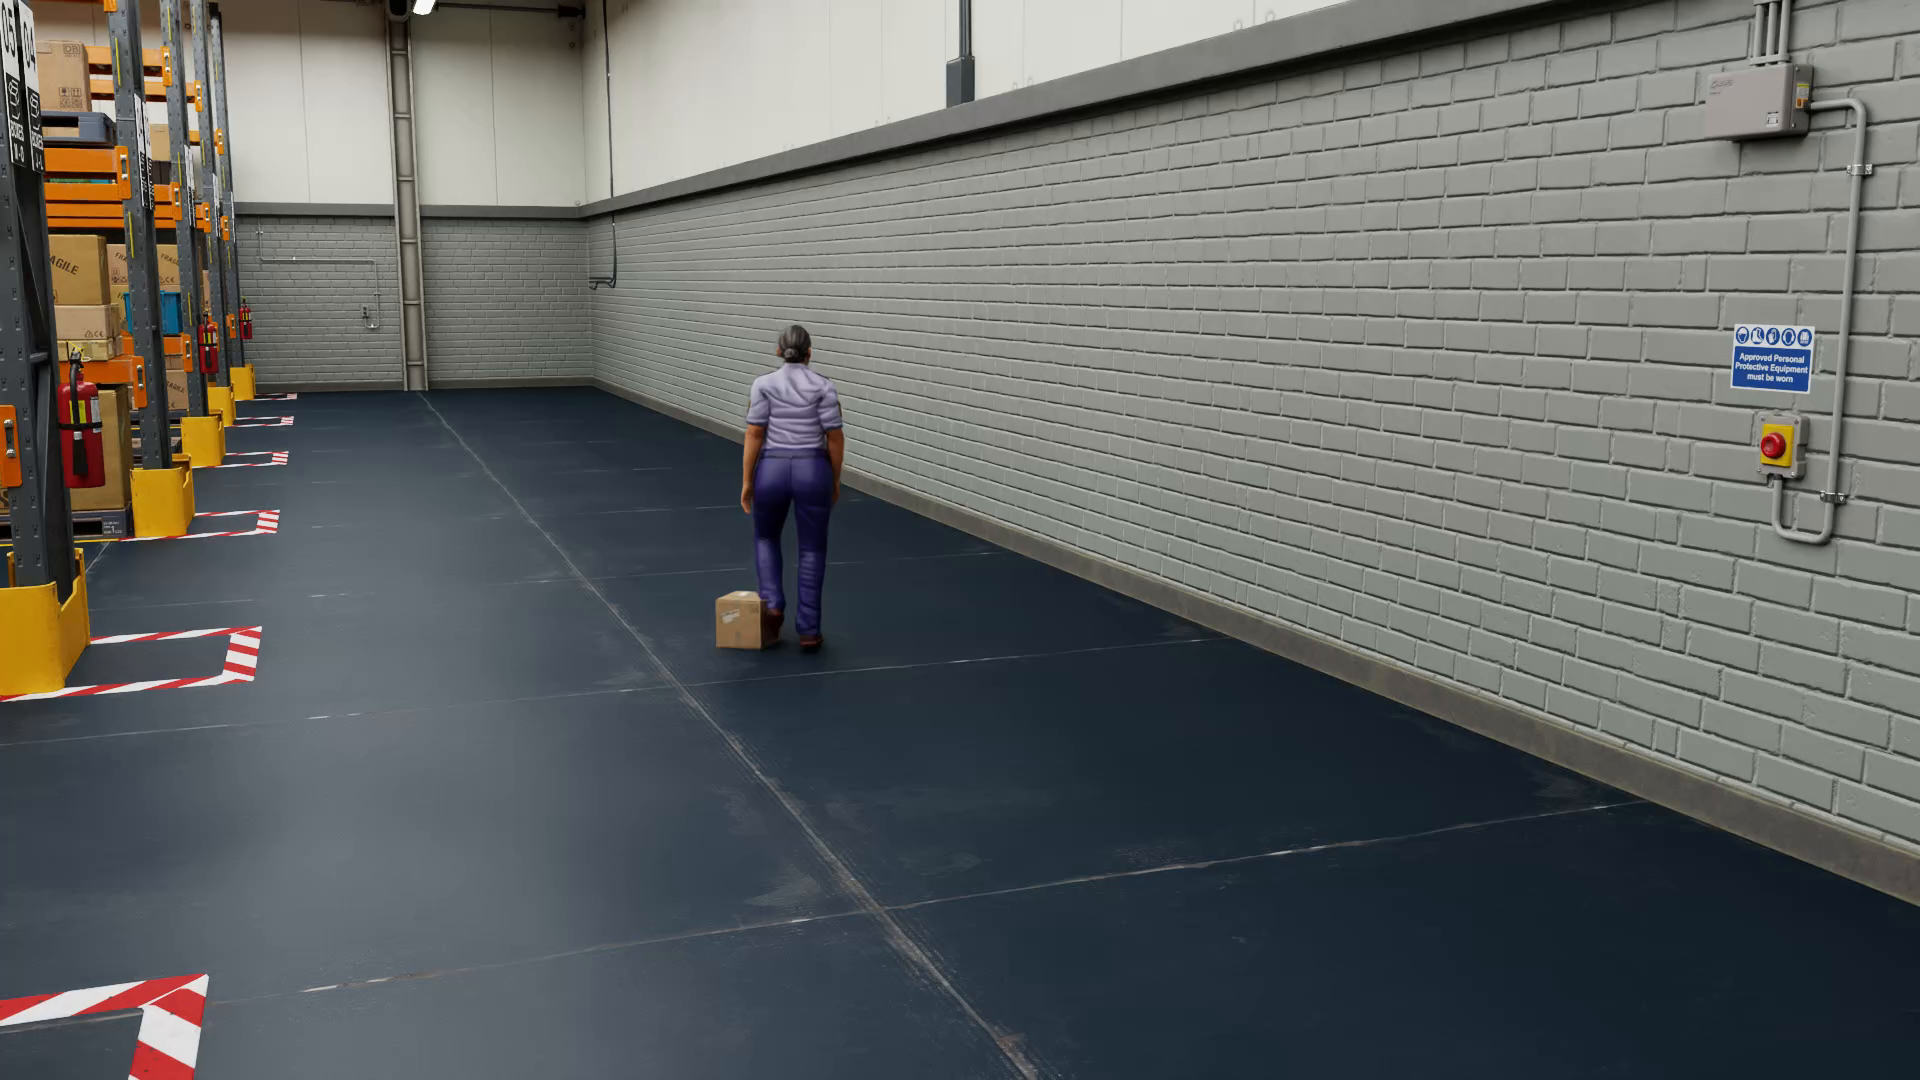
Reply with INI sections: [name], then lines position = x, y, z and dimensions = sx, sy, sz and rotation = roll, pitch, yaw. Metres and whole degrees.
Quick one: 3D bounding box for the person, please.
[person]
position = -0.857, -0.253, 8.579
dimensions = 0.519, 1.670, 0.520
rotation = 0, 9, 1
